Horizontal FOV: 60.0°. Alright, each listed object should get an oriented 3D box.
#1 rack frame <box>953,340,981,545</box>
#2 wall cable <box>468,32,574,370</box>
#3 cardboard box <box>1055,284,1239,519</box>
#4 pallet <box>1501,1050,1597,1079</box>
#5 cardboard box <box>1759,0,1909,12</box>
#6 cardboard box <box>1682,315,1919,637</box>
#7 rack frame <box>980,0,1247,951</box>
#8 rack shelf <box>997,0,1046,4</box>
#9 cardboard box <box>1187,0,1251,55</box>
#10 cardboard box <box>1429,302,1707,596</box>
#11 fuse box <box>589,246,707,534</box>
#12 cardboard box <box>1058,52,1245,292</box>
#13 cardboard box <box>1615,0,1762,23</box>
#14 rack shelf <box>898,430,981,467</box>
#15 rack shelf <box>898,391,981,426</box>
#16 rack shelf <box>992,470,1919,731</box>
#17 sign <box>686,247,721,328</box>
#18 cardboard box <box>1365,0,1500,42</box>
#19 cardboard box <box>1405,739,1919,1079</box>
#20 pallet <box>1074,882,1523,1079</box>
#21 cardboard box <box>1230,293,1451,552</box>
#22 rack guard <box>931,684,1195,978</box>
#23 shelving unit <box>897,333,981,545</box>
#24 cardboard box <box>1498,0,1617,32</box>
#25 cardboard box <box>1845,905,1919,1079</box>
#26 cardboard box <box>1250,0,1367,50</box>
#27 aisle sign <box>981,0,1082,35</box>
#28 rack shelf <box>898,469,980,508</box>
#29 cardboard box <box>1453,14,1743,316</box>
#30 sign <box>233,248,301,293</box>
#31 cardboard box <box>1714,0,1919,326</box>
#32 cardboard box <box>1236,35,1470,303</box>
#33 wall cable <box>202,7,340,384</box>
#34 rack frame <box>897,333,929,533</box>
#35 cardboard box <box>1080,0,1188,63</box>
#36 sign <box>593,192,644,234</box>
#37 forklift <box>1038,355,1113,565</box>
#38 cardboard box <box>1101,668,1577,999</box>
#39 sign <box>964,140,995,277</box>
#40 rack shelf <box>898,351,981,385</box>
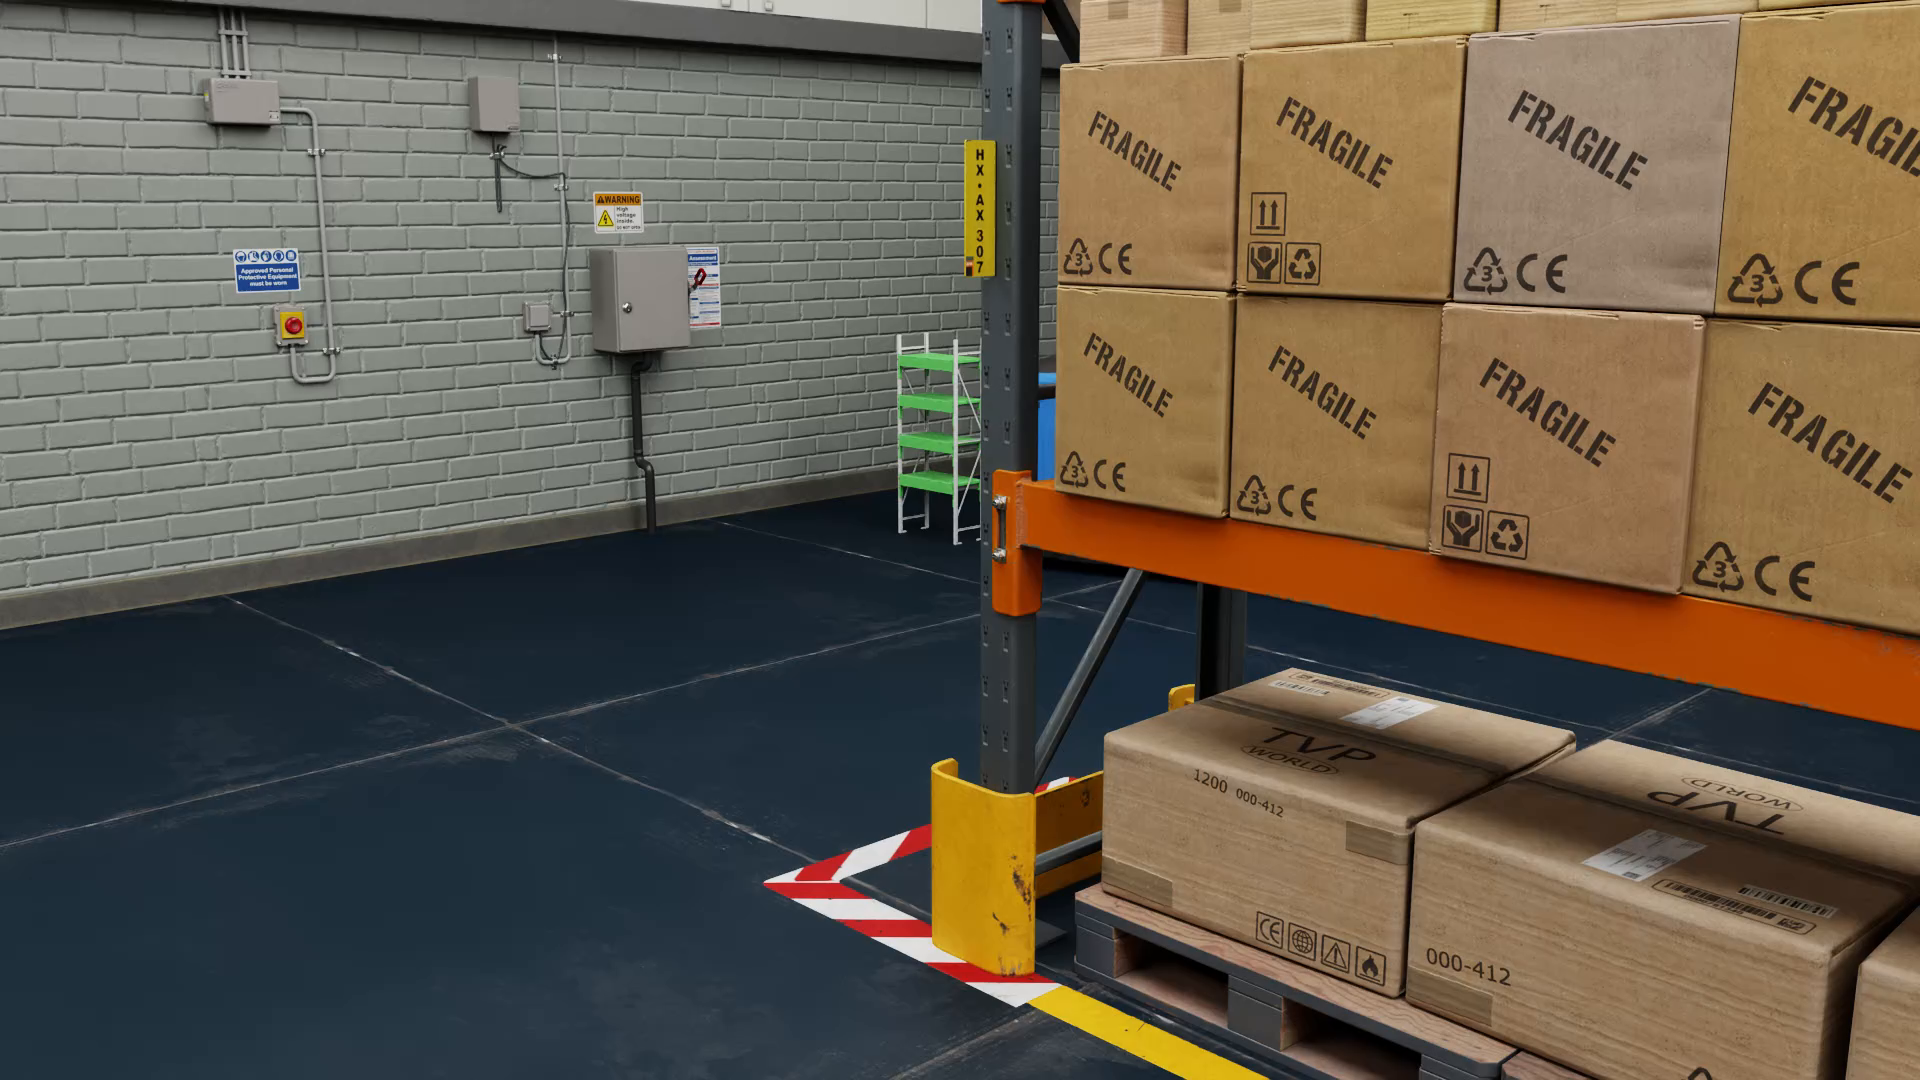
[{"bbox_3d":[0.054,-0.576,9.735,0.240,1.200,0.015,-11,16,-43],"label":"rack frame"},{"bbox_3d":[-2.439,-1.938,9.365,0.588,1.984,0.122,-11,16,-43],"label":"wall cable"},{"bbox_3d":[0.578,-0.360,3.977,0.500,0.500,0.500,-11,16,-43],"label":"cardboard box"},{"bbox_3d":[1.901,1.228,3.426,1.003,0.211,1.213,-11,16,-43],"label":"pallet"},{"bbox_3d":[1.540,-0.955,2.780,0.250,0.149,0.380,11,16,44],"label":"cardboard box"},{"bbox_3d":[1.644,-0.143,2.922,0.500,0.500,0.500,-10,15,-41],"label":"cardboard box"},{"bbox_3d":[0.454,-0.421,4.522,1.000,3.000,0.127,-11,16,-43],"label":"rack frame"},{"bbox_3d":[1.835,-1.246,2.875,1.077,0.370,4.000,-11,16,-43],"label":"rack shelf"},{"bbox_3d":[0.732,-1.159,3.769,0.380,0.149,0.250,-10,16,-41],"label":"cardboard box"},{"bbox_3d":[1.286,-0.213,3.265,0.500,0.500,0.500,-11,16,-43],"label":"cardboard box"},{"bbox_3d":[-1.837,-0.881,9.948,0.539,1.711,0.414,-11,16,-43],"label":"fuse box"},{"bbox_3d":[0.580,-0.850,3.878,0.500,0.500,0.500,-11,16,-44],"label":"cardboard box"},{"bbox_3d":[1.384,-0.996,2.978,0.380,0.149,0.250,-11,16,-42],"label":"cardboard box"},{"bbox_3d":[-0.114,-0.549,9.921,0.258,0.148,0.480,-11,16,-43],"label":"rack shelf"},{"bbox_3d":[-0.114,-0.784,9.872,0.258,0.148,0.480,-11,16,-43],"label":"rack shelf"},{"bbox_3d":[1.835,0.223,3.178,1.077,0.370,4.000,-11,16,-43],"label":"rack shelf"},{"bbox_3d":[-1.622,-1.565,10.308,0.329,0.494,0.001,-11,16,-43],"label":"sign"},{"bbox_3d":[1.023,-1.069,3.333,0.250,0.149,0.380,11,16,43],"label":"cardboard box"},{"bbox_3d":[1.620,0.843,3.695,0.875,0.438,0.875,-10,16,-41],"label":"cardboard box"},{"bbox_3d":[1.063,1.051,4.290,1.003,0.211,1.213,-11,16,-43],"label":"pallet"},{"bbox_3d":[0.947,-0.290,3.638,0.500,0.500,0.500,-11,16,-43],"label":"cardboard box"},{"bbox_3d":[0.438,0.800,4.791,1.175,0.500,0.348,-11,16,-43],"label":"rack guard"},{"bbox_3d":[-0.114,-0.612,9.908,0.258,1.200,0.503,-11,16,-43],"label":"shelving unit"},{"bbox_3d":[1.242,-1.038,3.183,0.380,0.149,0.250,-11,16,-42],"label":"cardboard box"},{"bbox_3d":[2.242,0.975,3.056,0.875,0.438,0.875,11,16,43],"label":"cardboard box"},{"bbox_3d":[0.828,-1.105,3.507,0.380,0.149,0.250,-10,15,-41],"label":"cardboard box"},{"bbox_3d":[0.195,-1.664,4.114,0.394,0.787,0.004,-11,16,-43],"label":"aisle sign"},{"bbox_3d":[-0.114,-0.314,9.969,0.258,0.148,0.480,-11,16,-43],"label":"rack shelf"},{"bbox_3d":[1.303,-0.702,3.157,0.500,0.500,0.500,-11,16,-43],"label":"cardboard box"},{"bbox_3d":[-3.534,-1.375,8.484,0.327,0.218,0.001,-11,16,-43],"label":"sign"},{"bbox_3d":[1.648,-0.629,2.805,0.500,0.500,0.500,-11,16,-42],"label":"cardboard box"},{"bbox_3d":[0.941,-0.776,3.517,0.500,0.500,0.500,11,16,44],"label":"cardboard box"},{"bbox_3d":[-3.457,-1.754,8.395,0.585,1.953,0.123,-11,16,-43],"label":"wall cable"},{"bbox_3d":[-0.283,-0.647,10.080,0.240,1.200,0.015,-11,16,-43],"label":"rack frame"},{"bbox_3d":[0.499,-1.187,3.907,0.380,0.149,0.250,-10,16,-41],"label":"cardboard box"},{"bbox_3d":[-2.020,-1.939,9.844,0.339,0.242,0.001,-11,16,-43],"label":"sign"},{"bbox_3d":[1.703,-1.267,8.798,3.031,2.935,1.130,5,13,25],"label":"forklift"},{"bbox_3d":[0.982,0.711,4.338,0.875,0.438,0.875,11,16,43],"label":"cardboard box"},{"bbox_3d":[0.049,-0.807,4.055,0.100,0.325,0.005,-11,16,-43],"label":"sign"},{"bbox_3d":[-0.114,-1.019,9.824,0.258,0.148,0.480,-11,16,-43],"label":"rack shelf"}]
